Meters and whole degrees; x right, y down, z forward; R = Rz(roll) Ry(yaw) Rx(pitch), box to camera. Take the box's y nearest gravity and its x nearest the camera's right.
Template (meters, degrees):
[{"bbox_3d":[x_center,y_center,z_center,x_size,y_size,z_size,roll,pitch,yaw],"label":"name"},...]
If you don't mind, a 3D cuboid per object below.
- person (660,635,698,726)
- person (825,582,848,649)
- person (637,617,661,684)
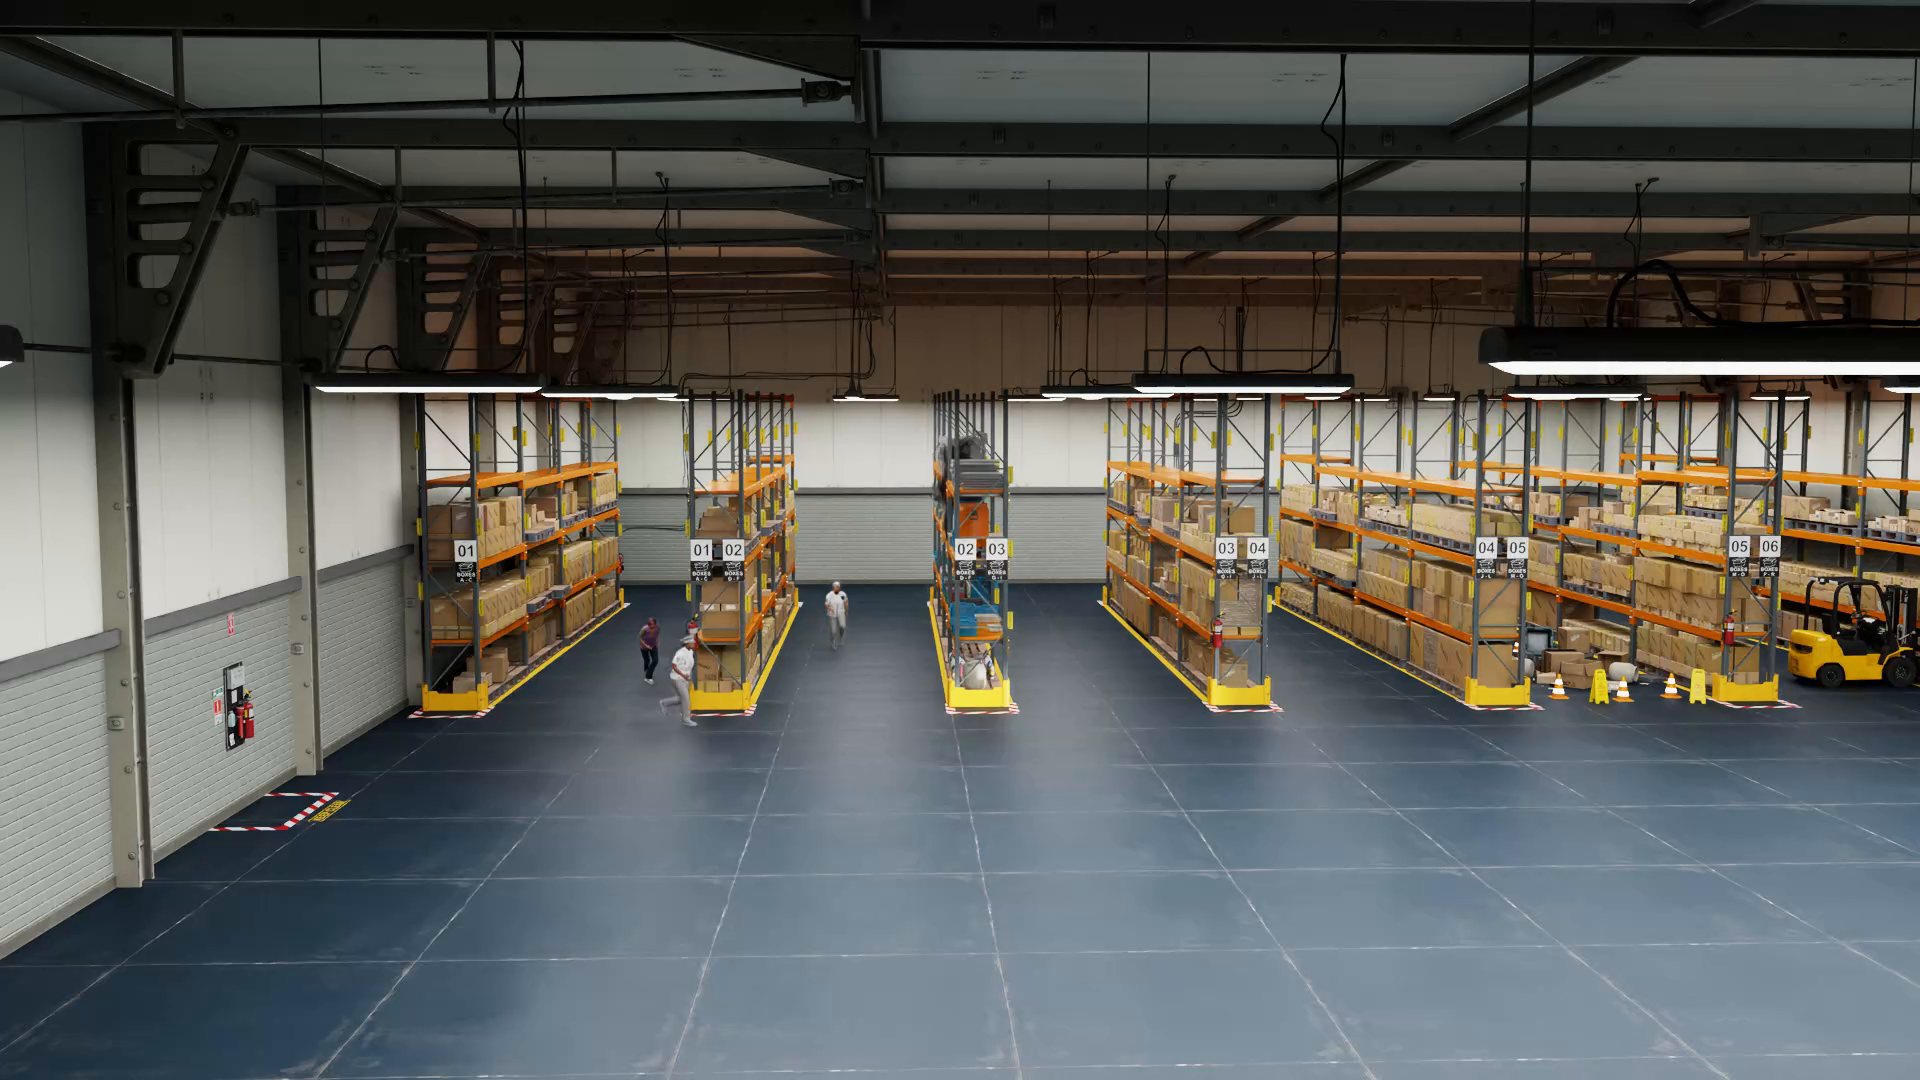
[{"bbox_3d":[-5.062,2.497,29.707,0.776,1.648,0.558,2,5,26],"label":"person"},{"bbox_3d":[-2.850,1.754,38.469,0.538,1.613,0.787,-1,5,-7],"label":"person"},{"bbox_3d":[-6.449,2.247,34.304,0.527,1.419,1.044,-2,5,-26],"label":"person"}]
